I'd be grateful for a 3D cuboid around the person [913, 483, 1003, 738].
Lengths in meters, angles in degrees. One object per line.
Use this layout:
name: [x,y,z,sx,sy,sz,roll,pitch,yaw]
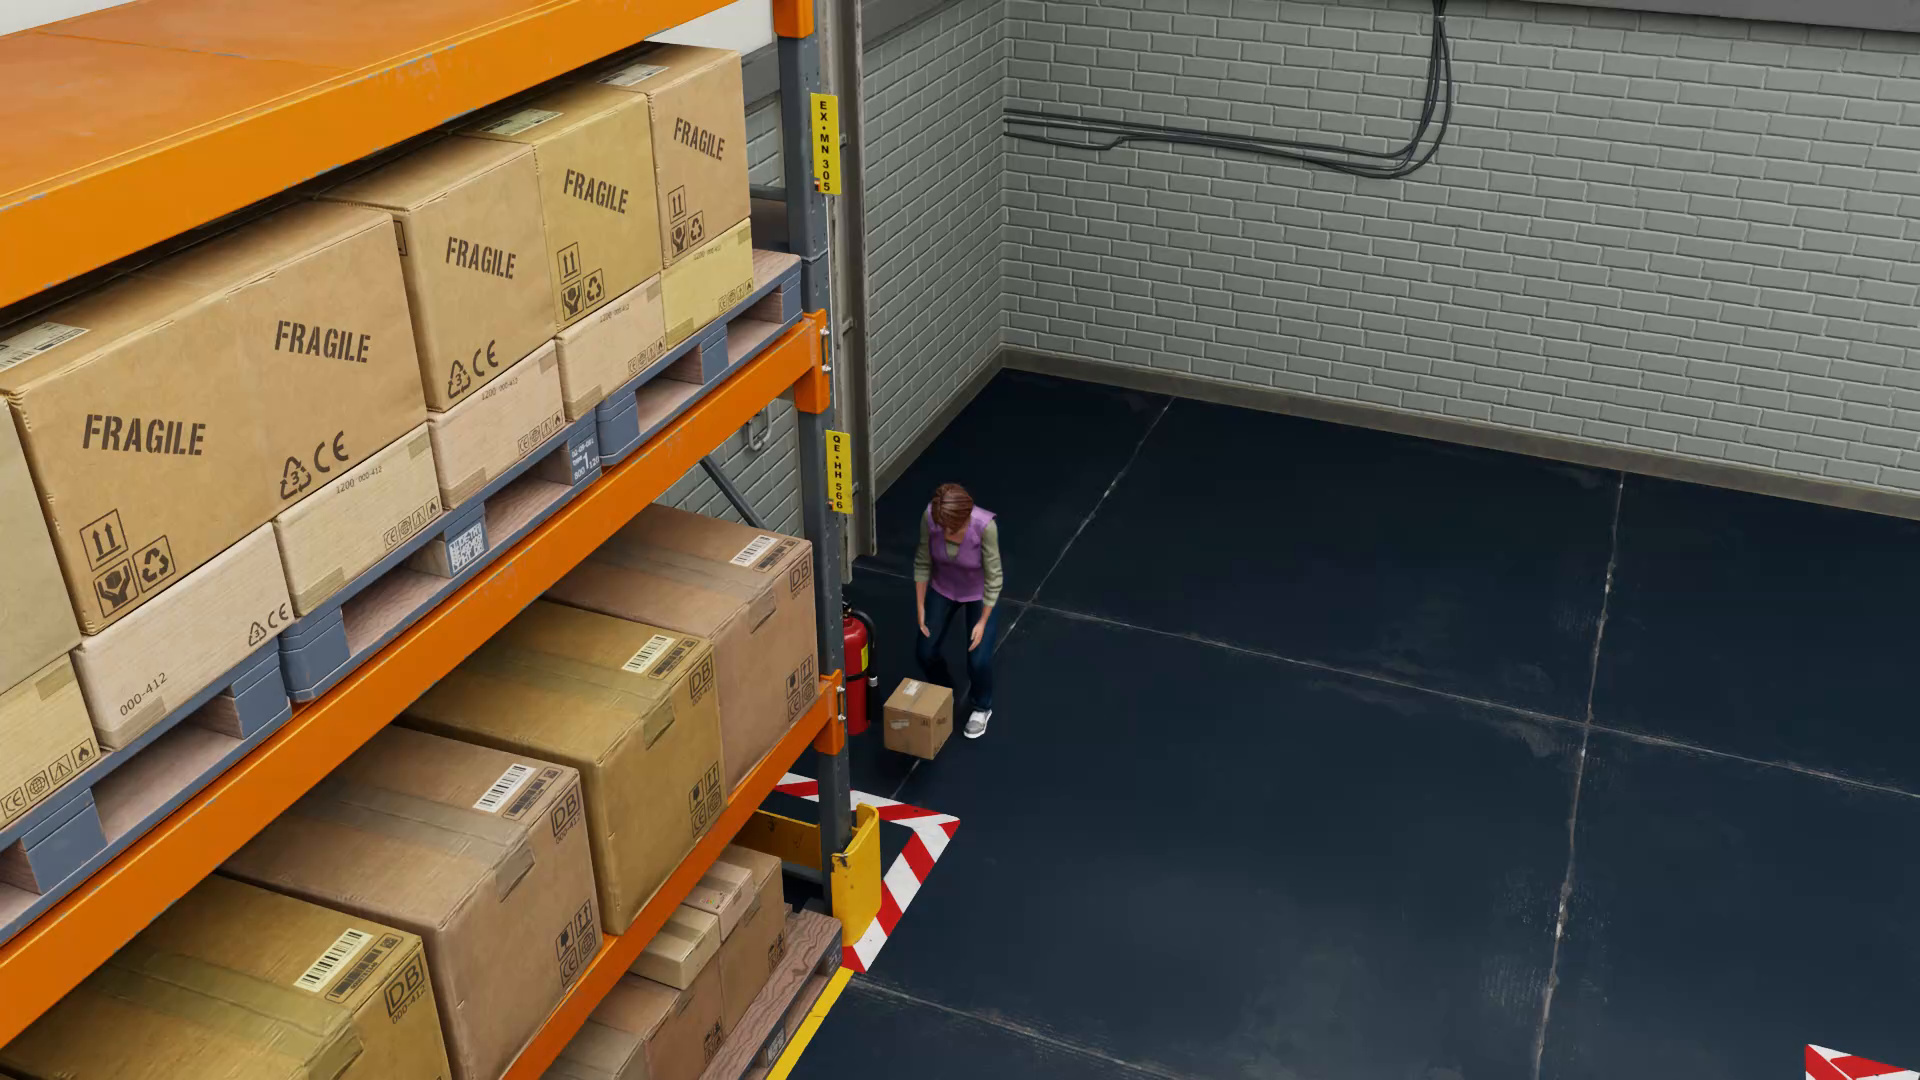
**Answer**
person: [0.013,0.314,8.032,0.454,1.429,0.540,12,32,20]
